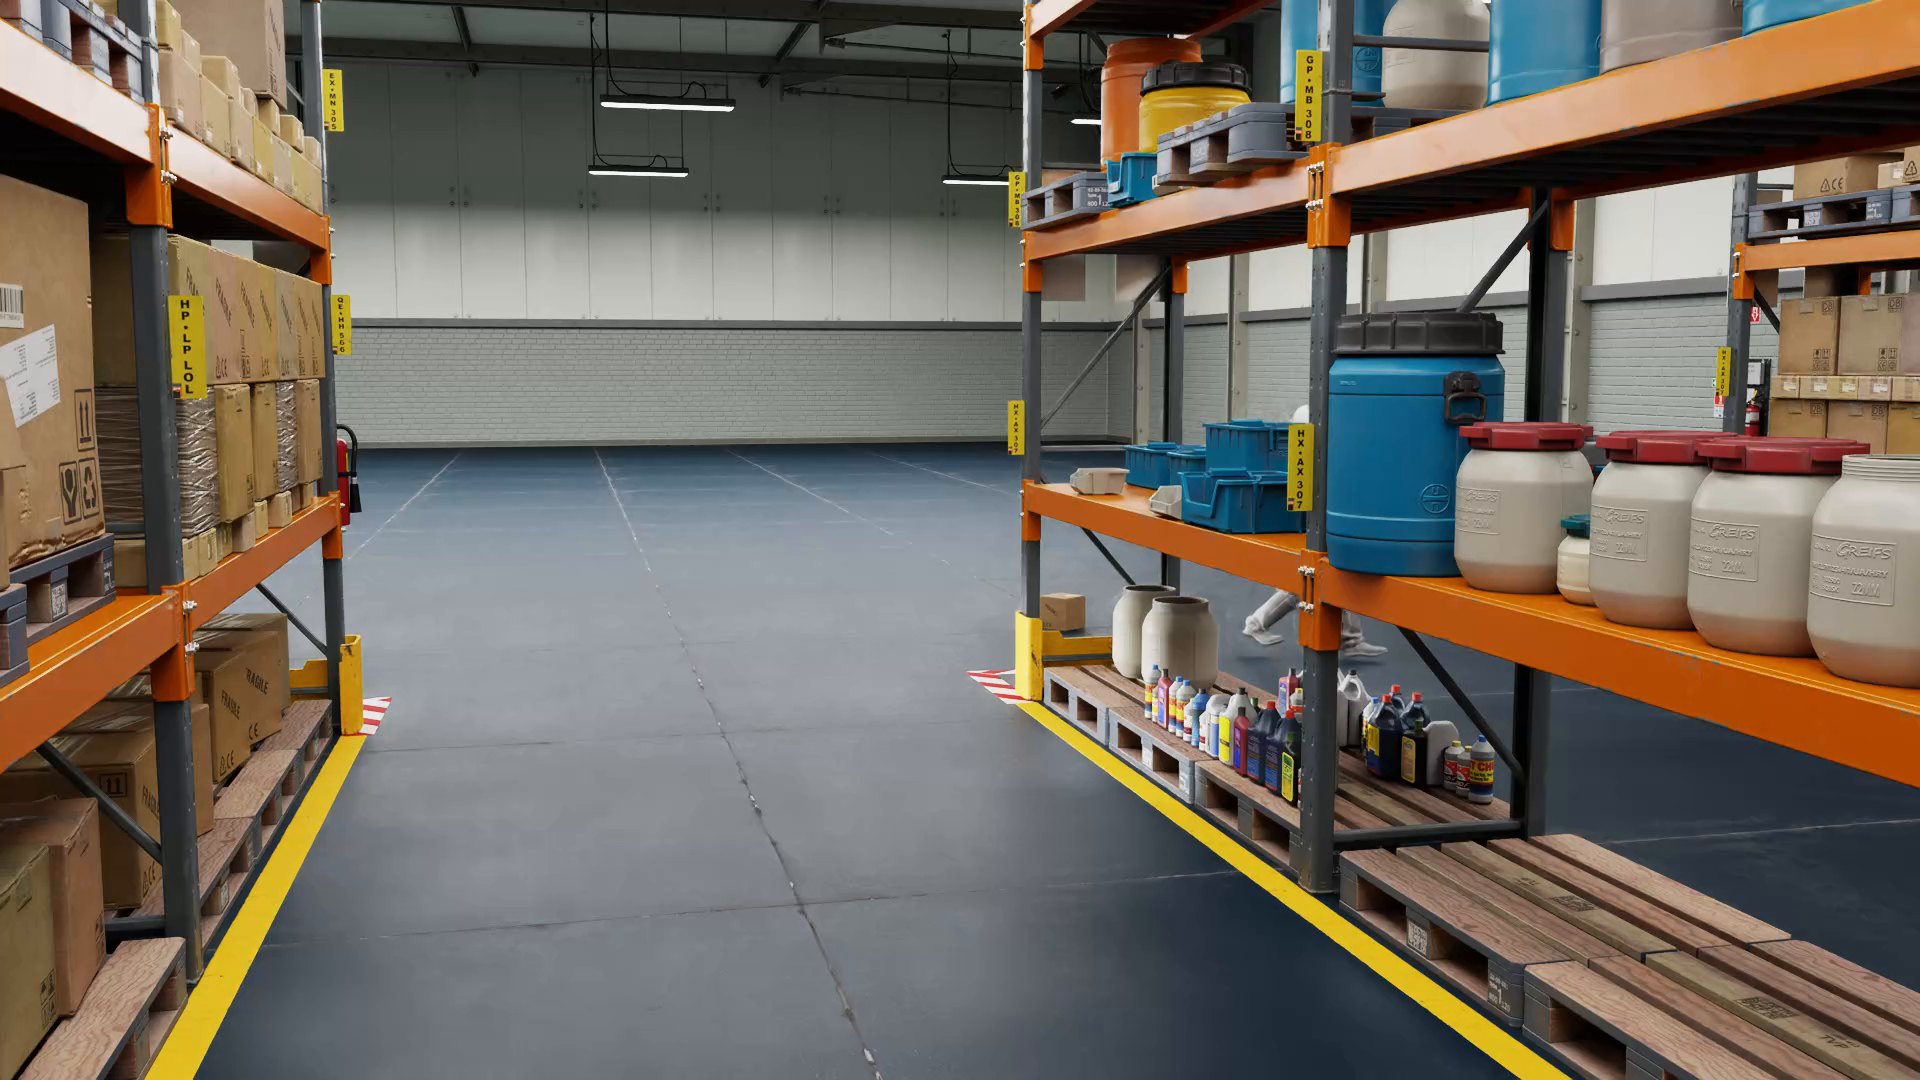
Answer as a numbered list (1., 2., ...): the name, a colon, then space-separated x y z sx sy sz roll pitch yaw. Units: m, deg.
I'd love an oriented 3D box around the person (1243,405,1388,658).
1. person: 2.441 -0.058 11.382 0.969 1.733 0.539 4 7 31
